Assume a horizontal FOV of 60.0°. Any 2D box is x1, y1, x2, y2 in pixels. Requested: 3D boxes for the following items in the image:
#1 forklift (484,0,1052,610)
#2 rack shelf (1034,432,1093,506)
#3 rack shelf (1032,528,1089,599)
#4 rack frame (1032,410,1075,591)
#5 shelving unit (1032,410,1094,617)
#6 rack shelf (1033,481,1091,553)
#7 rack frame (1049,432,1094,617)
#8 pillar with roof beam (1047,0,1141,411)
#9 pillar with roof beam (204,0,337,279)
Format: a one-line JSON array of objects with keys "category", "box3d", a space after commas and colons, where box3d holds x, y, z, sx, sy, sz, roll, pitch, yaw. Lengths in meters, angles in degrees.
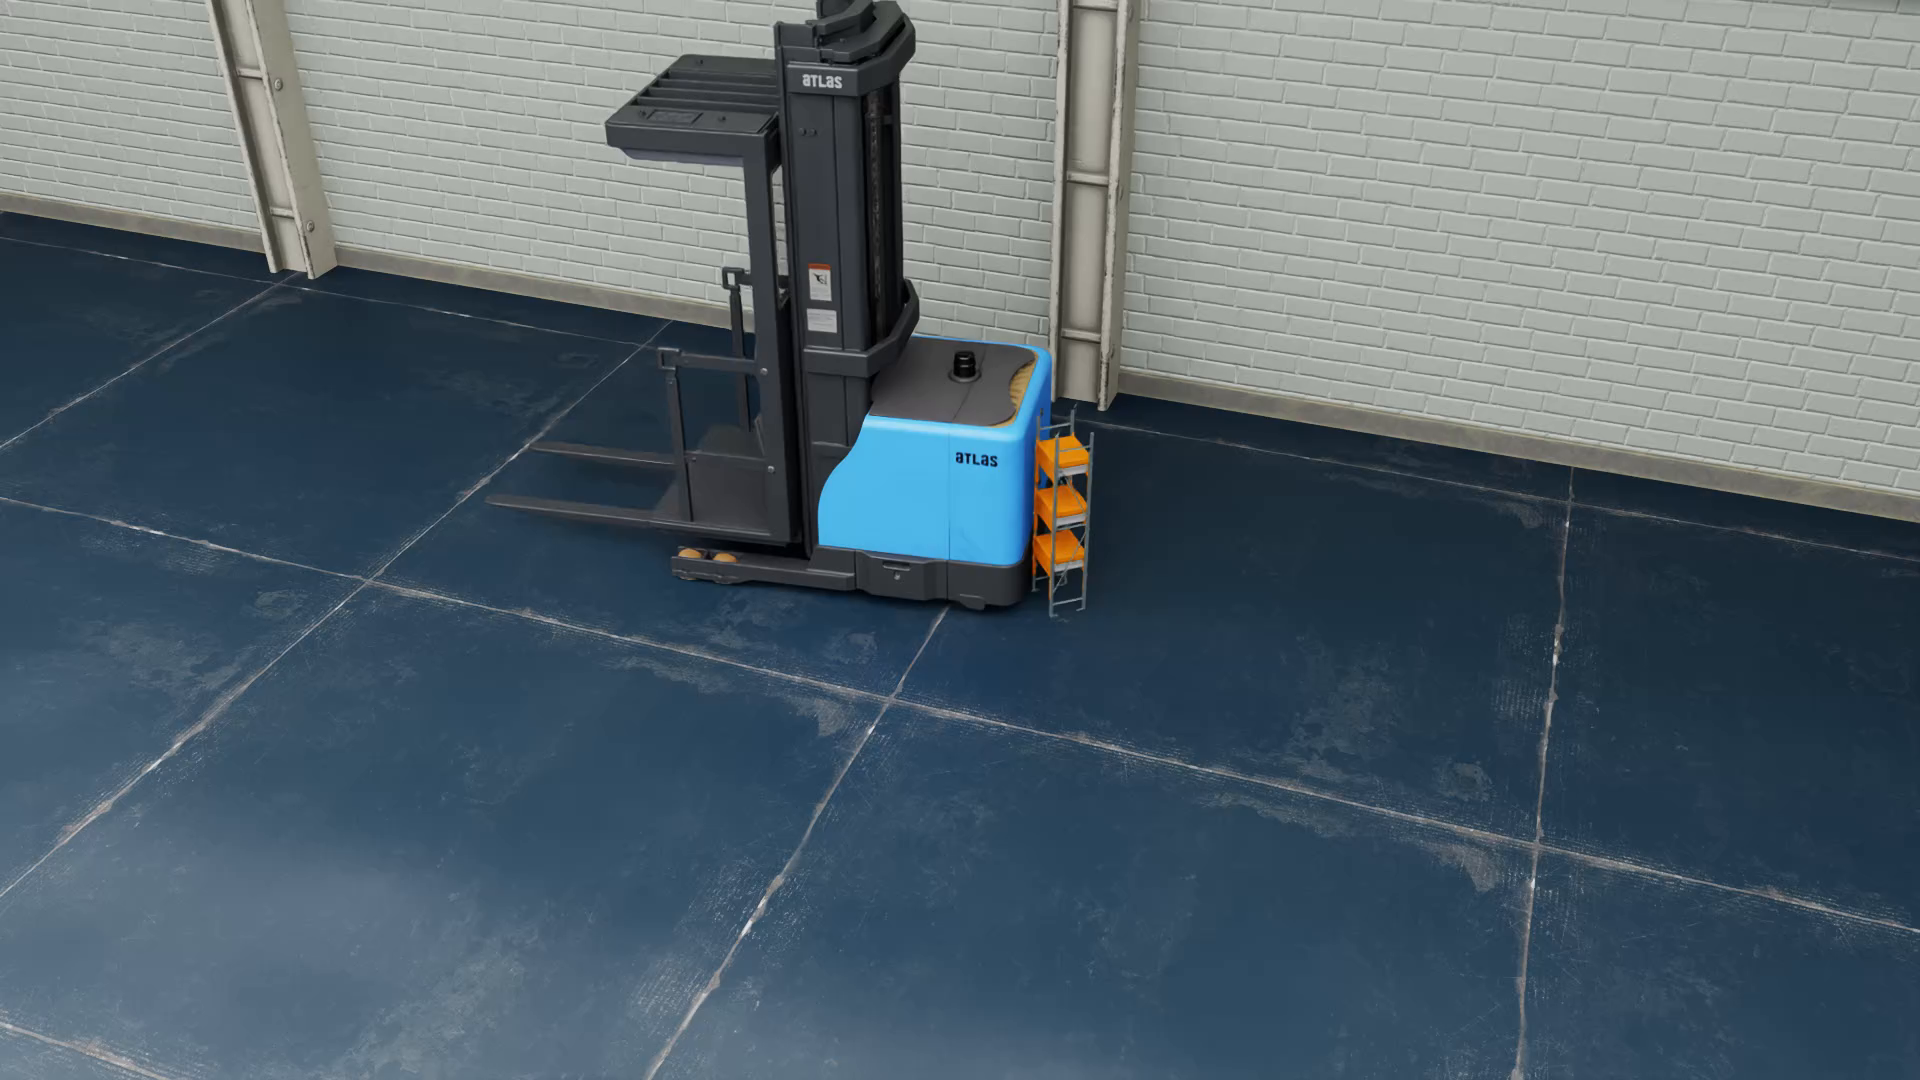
[{"category": "forklift", "box3d": [-1.069, -1.267, 8.478, 3.031, 2.935, 1.130, 6, 33, 10]}, {"category": "rack shelf", "box3d": [0.516, -0.356, 8.298, 0.215, 0.259, 0.240, -11, 34, -16]}, {"category": "rack shelf", "box3d": [0.516, 0.116, 8.602, 0.215, 0.259, 0.240, -11, 34, -16]}, {"category": "rack frame", "box3d": [0.475, -0.189, 8.542, 0.200, 1.050, 0.008, -11, 34, -16]}, {"category": "shelving unit", "box3d": [0.516, -0.126, 8.446, 0.215, 1.050, 0.252, -11, 34, -16]}, {"category": "rack shelf", "box3d": [0.516, -0.117, 8.451, 0.215, 0.259, 0.240, -11, 34, -16]}, {"category": "rack frame", "box3d": [0.557, -0.064, 8.349, 0.200, 1.050, 0.008, -11, 34, -16]}, {"category": "pillar with roof beam", "box3d": [-0.668, -2.508, 4.806, 0.400, 9.000, 9.100, 11, 34, 16]}, {"category": "pillar with roof beam", "box3d": [-6.316, -3.606, 6.507, 0.400, 9.000, 9.100, 11, 34, 16]}]
